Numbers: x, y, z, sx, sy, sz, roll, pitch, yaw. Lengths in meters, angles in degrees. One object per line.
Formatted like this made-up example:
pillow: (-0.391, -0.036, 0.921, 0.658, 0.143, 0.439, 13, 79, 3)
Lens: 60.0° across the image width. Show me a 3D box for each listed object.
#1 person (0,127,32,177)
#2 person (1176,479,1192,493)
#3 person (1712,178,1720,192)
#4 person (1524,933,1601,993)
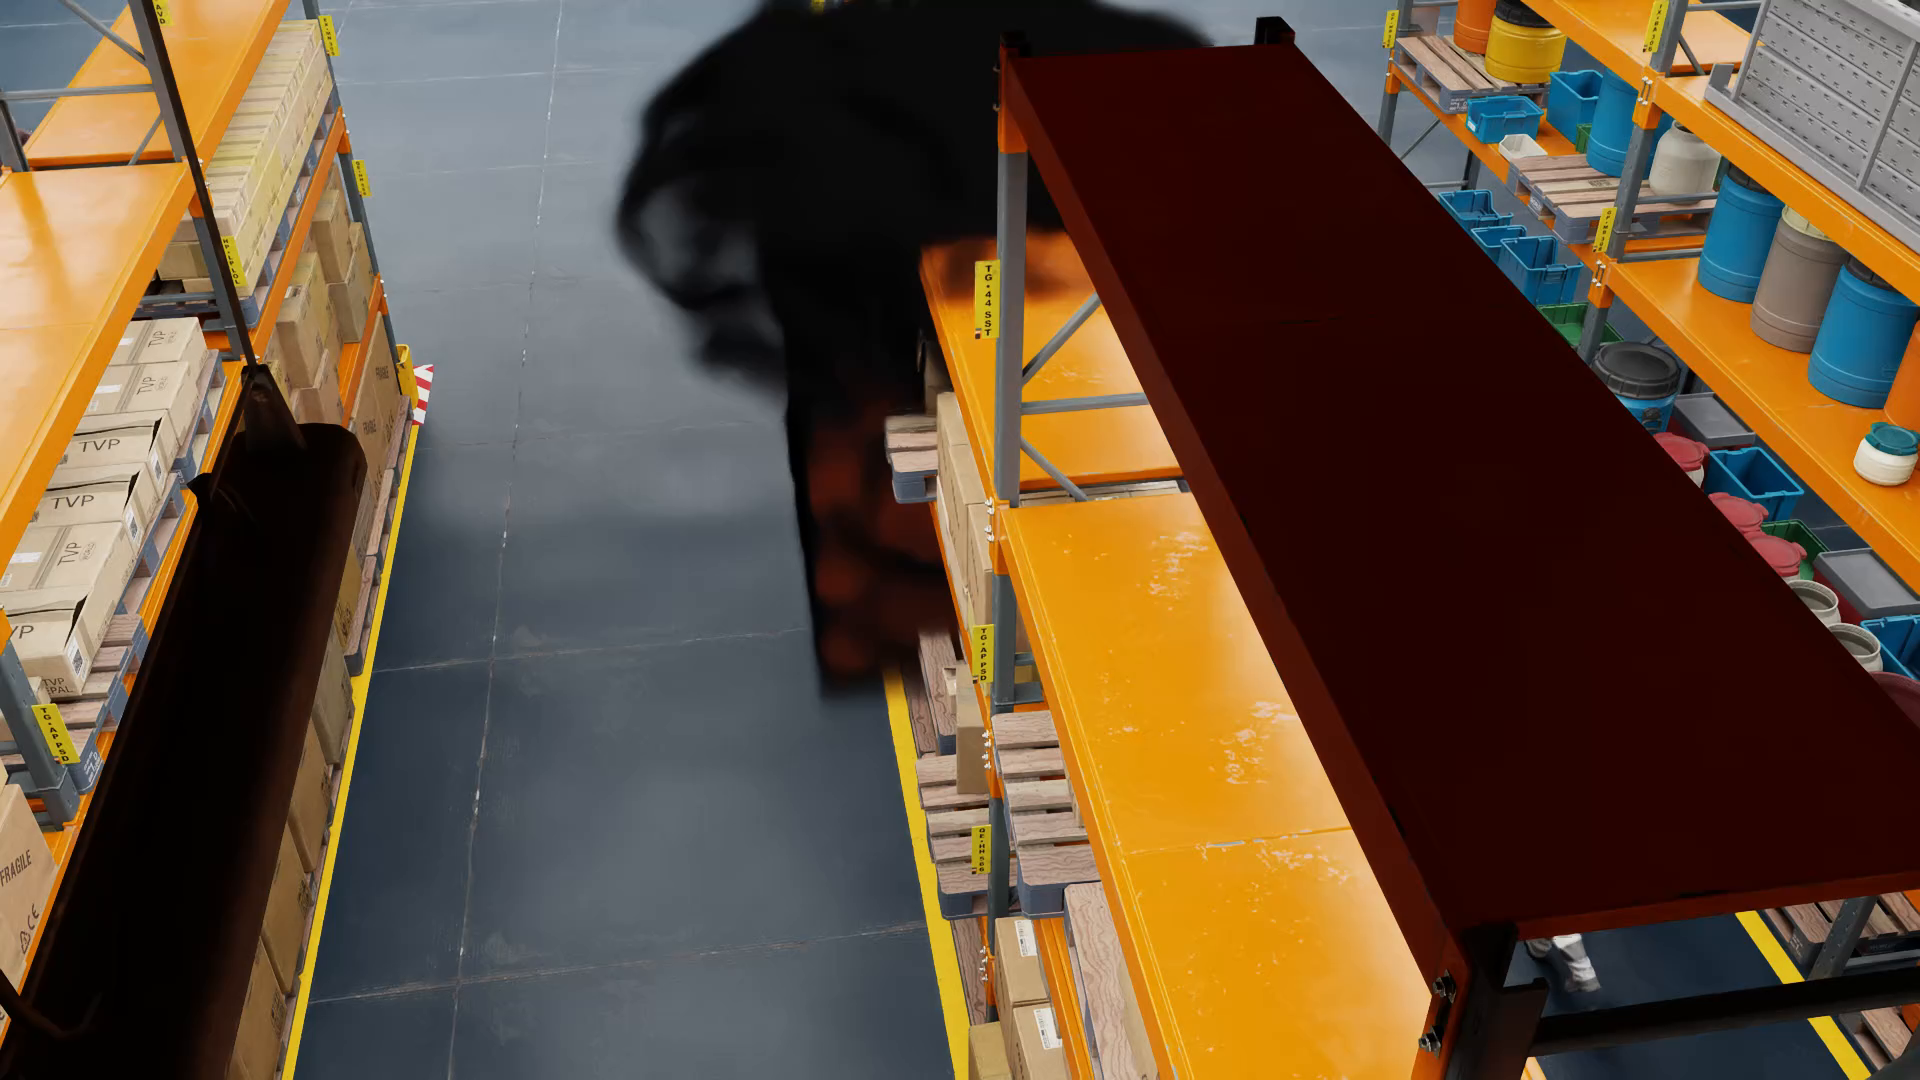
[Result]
person: (-9.506, -3.566, 16.879, 0.922, 1.782, 0.790, -21, 41, -26)
person: (1.743, -1.189, 13.723, 0.684, 1.599, 0.865, -24, 42, -28)
person: (7.915, -4.211, 17.689, 0.853, 1.804, 0.692, 9, 37, 13)
person: (3.518, 1.879, 9.419, 0.648, 1.777, 0.796, -6, 37, -8)
